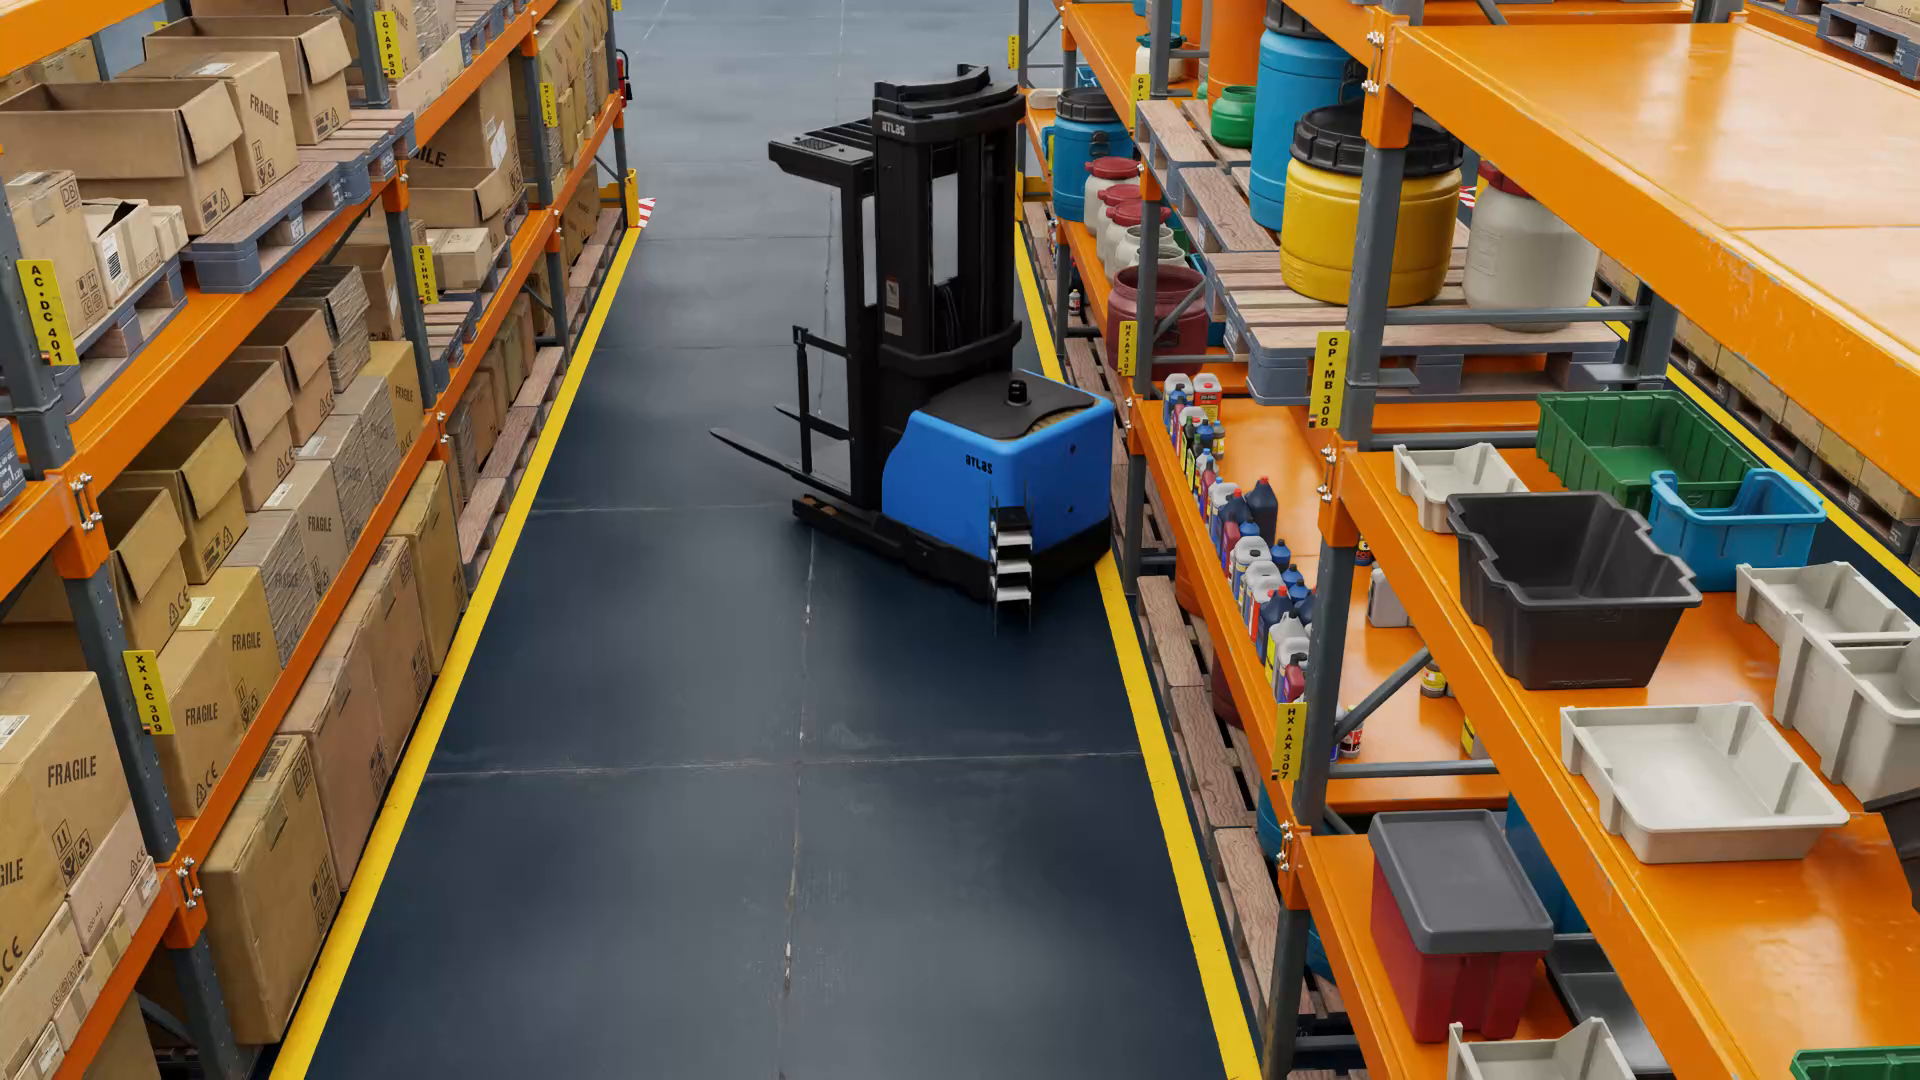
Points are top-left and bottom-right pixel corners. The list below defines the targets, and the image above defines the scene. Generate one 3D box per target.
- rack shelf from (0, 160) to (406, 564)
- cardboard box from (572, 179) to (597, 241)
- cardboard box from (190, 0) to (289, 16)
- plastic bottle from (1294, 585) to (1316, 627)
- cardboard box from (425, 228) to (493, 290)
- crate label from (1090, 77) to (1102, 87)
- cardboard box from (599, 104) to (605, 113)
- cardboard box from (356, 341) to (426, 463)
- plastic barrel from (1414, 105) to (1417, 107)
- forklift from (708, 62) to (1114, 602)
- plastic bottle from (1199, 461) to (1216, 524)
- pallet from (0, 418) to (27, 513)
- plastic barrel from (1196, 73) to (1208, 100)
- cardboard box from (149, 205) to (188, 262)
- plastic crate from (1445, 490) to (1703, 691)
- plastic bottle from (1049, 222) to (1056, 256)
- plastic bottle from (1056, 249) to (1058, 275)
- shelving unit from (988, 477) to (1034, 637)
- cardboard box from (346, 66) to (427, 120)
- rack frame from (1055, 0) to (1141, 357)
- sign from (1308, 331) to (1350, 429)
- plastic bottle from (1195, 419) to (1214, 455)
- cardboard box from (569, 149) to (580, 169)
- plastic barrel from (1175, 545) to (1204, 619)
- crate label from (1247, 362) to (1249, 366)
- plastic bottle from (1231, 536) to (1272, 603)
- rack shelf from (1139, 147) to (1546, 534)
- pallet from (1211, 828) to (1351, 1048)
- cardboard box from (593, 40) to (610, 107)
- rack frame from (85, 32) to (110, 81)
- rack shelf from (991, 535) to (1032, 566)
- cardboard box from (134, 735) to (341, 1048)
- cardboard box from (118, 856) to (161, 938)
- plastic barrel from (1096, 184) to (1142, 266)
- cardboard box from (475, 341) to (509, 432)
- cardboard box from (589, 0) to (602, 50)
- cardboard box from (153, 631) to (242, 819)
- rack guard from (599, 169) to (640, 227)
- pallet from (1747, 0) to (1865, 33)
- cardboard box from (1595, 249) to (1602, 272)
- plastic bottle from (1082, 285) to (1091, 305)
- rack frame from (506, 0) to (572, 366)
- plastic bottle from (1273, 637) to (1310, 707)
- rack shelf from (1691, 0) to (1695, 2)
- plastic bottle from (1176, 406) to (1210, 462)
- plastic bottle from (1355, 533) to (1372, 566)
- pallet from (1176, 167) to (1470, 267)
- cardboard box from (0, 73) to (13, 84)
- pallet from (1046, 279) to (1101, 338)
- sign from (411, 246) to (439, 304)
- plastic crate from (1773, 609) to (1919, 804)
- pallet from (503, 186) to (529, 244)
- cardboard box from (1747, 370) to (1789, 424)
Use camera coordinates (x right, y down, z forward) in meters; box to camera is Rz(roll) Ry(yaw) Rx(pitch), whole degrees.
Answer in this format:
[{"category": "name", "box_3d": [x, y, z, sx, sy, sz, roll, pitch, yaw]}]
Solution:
[{"category": "rack shelf", "box_3d": [-3.346, -0.994, 6.946, 1.077, 0.370, 4.000, -1, 28, -3]}, {"category": "cardboard box", "box_3d": [-3.787, -3.115, 15.728, 0.500, 0.500, 0.500, 6, 28, 11]}, {"category": "cardboard box", "box_3d": [-3.725, -2.717, 8.823, 0.500, 0.500, 0.500, -1, 28, -1]}, {"category": "plastic bottle", "box_3d": [1.464, 0.337, 6.913, 0.144, 0.351, 0.185, -1, 28, -3]}, {"category": "cardboard box", "box_3d": [-3.308, -1.806, 10.677, 0.500, 0.250, 0.500, -2, 28, -4]}, {"category": "crate label", "box_3d": [1.445, -3.893, 14.932, 0.502, 0.435, 0.616, -1, 28, -3]}, {"category": "cardboard box", "box_3d": [-3.570, -4.133, 15.703, 0.380, 0.149, 0.250, -1, 28, -3]}, {"category": "cardboard box", "box_3d": [-3.177, -0.729, 8.796, 0.500, 0.500, 0.500, -1, 28, -1]}, {"category": "plastic barrel", "box_3d": [1.739, -1.788, 7.089, 0.433, 0.535, 0.433, 0, 28, 0]}, {"category": "forklift", "box_3d": [-0.460, -1.504, 10.465, 3.031, 2.935, 1.130, 24, 36, 38]}, {"category": "plastic bottle", "box_3d": [1.211, -0.232, 8.078, 0.061, 0.283, 0.133, -1, 28, -3]}, {"category": "pallet", "box_3d": [-3.209, 0.028, 4.305, 1.003, 0.211, 1.213, -1, 28, -3]}, {"category": "plastic barrel", "box_3d": [1.432, -2.400, 9.032, 0.294, 0.245, 0.294, 0, 28, 0]}, {"category": "cardboard box", "box_3d": [-3.169, -1.155, 6.296, 0.380, 0.149, 0.250, -2, 28, -5]}, {"category": "plastic crate", "box_3d": [1.496, 0.129, 4.156, 0.497, 0.269, 0.590, -1, 28, -3]}, {"category": "plastic bottle", "box_3d": [0.855, -2.762, 15.263, 0.061, 0.283, 0.133, -1, 28, -2]}, {"category": "plastic bottle", "box_3d": [0.934, -2.464, 14.701, 0.152, 0.276, 0.135, -1, 28, -2]}, {"category": "shelving unit", "box_3d": [0.290, 0.102, 9.580, 0.210, 0.900, 0.258, -4, 28, -8]}, {"category": "cardboard box", "box_3d": [-3.220, -2.393, 9.014, 0.500, 0.250, 0.500, -1, 28, -2]}, {"category": "rack frame", "box_3d": [1.287, -2.873, 13.016, 1.000, 3.000, 0.127, -1, 28, -3]}, {"category": "sign", "box_3d": [1.156, -0.500, 5.213, 0.100, 0.325, 0.005, -1, 28, -3]}, {"category": "plastic bottle", "box_3d": [1.260, -0.495, 8.595, 0.097, 0.271, 0.097, 0, 28, 0]}, {"category": "cardboard box", "box_3d": [-3.405, -3.211, 13.935, 0.380, 0.149, 0.250, -1, 28, -3]}, {"category": "plastic barrel", "box_3d": [1.539, -0.025, 9.446, 0.600, 0.830, 0.708, -1, 28, -3]}, {"category": "crate label", "box_3d": [1.848, -1.156, 9.903, 0.303, 0.233, 0.416, -1, 28, -3]}, {"category": "plastic bottle", "box_3d": [1.297, 0.131, 7.389, 0.152, 0.276, 0.135, -1, 28, -3]}, {"category": "rack shelf", "box_3d": [1.601, -1.114, 7.176, 1.077, 0.370, 4.000, -1, 28, -3]}, {"category": "pallet", "box_3d": [1.706, 1.700, 7.262, 1.003, 0.211, 1.213, -1, 28, -3]}, {"category": "cardboard box", "box_3d": [-3.721, -4.295, 15.311, 0.875, 0.500, 0.500, -1, 28, -3]}, {"category": "rack frame", "box_3d": [-8.826, -4.528, 16.188, 1.000, 3.000, 0.127, -1, 28, -3]}, {"category": "rack shelf", "box_3d": [0.290, 0.052, 9.554, 0.200, 0.077, 0.258, -4, 28, -8]}, {"category": "cardboard box", "box_3d": [-3.295, 1.401, 6.663, 1.225, 0.875, 0.875, -1, 28, -2]}, {"category": "cardboard box", "box_3d": [-2.898, 1.185, 5.506, 0.380, 0.149, 0.250, -1, 28, -2]}, {"category": "plastic barrel", "box_3d": [1.156, -2.148, 11.477, 0.433, 0.535, 0.433, 0, 28, 0]}, {"category": "cardboard box", "box_3d": [-3.613, -1.077, 11.800, 0.700, 0.500, 0.500, -4, 28, -7]}, {"category": "cardboard box", "box_3d": [-3.560, -4.742, 15.087, 0.500, 0.500, 0.500, -1, 28, -3]}, {"category": "cardboard box", "box_3d": [-3.016, 0.678, 6.099, 0.500, 0.500, 0.500, -1, 28, -2]}, {"category": "rack guard", "box_3d": [-3.864, -3.458, 16.839, 1.175, 0.500, 0.348, -1, 28, -3]}, {"category": "pallet", "box_3d": [6.293, -3.829, 11.812, 0.805, 0.209, 1.217, -2, 28, -5]}, {"category": "cardboard box", "box_3d": [5.934, -2.629, 15.066, 0.500, 0.250, 0.500, -1, 28, -3]}, {"category": "plastic bottle", "box_3d": [1.110, -2.188, 14.090, 0.144, 0.351, 0.185, -1, 28, -3]}, {"category": "rack frame", "box_3d": [-3.659, -2.754, 12.786, 1.000, 3.000, 0.127, -1, 28, -3]}, {"category": "plastic bottle", "box_3d": [1.342, 0.533, 6.618, 0.152, 0.276, 0.135, -1, 28, -3]}, {"category": "rack shelf", "box_3d": [6.130, -4.926, 14.485, 1.077, 0.370, 4.000, -1, 28, -3]}, {"category": "plastic bottle", "box_3d": [1.220, -0.550, 8.695, 0.152, 0.276, 0.135, -1, 28, -3]}, {"category": "plastic bottle", "box_3d": [1.868, -0.020, 7.684, 0.097, 0.271, 0.097, 0, 28, 0]}, {"category": "pallet", "box_3d": [1.504, -1.309, 6.976, 1.003, 0.211, 1.213, -1, 28, -3]}, {"category": "cardboard box", "box_3d": [-8.674, -4.146, 14.125, 0.875, 0.550, 0.500, -1, 28, -3]}, {"category": "pallet", "box_3d": [1.294, -1.948, 14.257, 1.003, 0.211, 1.213, -1, 28, -3]}, {"category": "sign", "box_3d": [-2.896, -1.435, 9.006, 0.100, 0.325, 0.005, -1, 28, -3]}, {"category": "plastic crate", "box_3d": [2.106, 0.360, 3.701, 0.437, 0.282, 0.530, -1, 28, -3]}, {"category": "pallet", "box_3d": [-3.764, -2.312, 12.147, 1.003, 0.211, 1.213, -1, 28, -3]}, {"category": "cardboard box", "box_3d": [6.088, -1.056, 12.050, 0.500, 0.250, 0.500, -1, 28, -2]}]
